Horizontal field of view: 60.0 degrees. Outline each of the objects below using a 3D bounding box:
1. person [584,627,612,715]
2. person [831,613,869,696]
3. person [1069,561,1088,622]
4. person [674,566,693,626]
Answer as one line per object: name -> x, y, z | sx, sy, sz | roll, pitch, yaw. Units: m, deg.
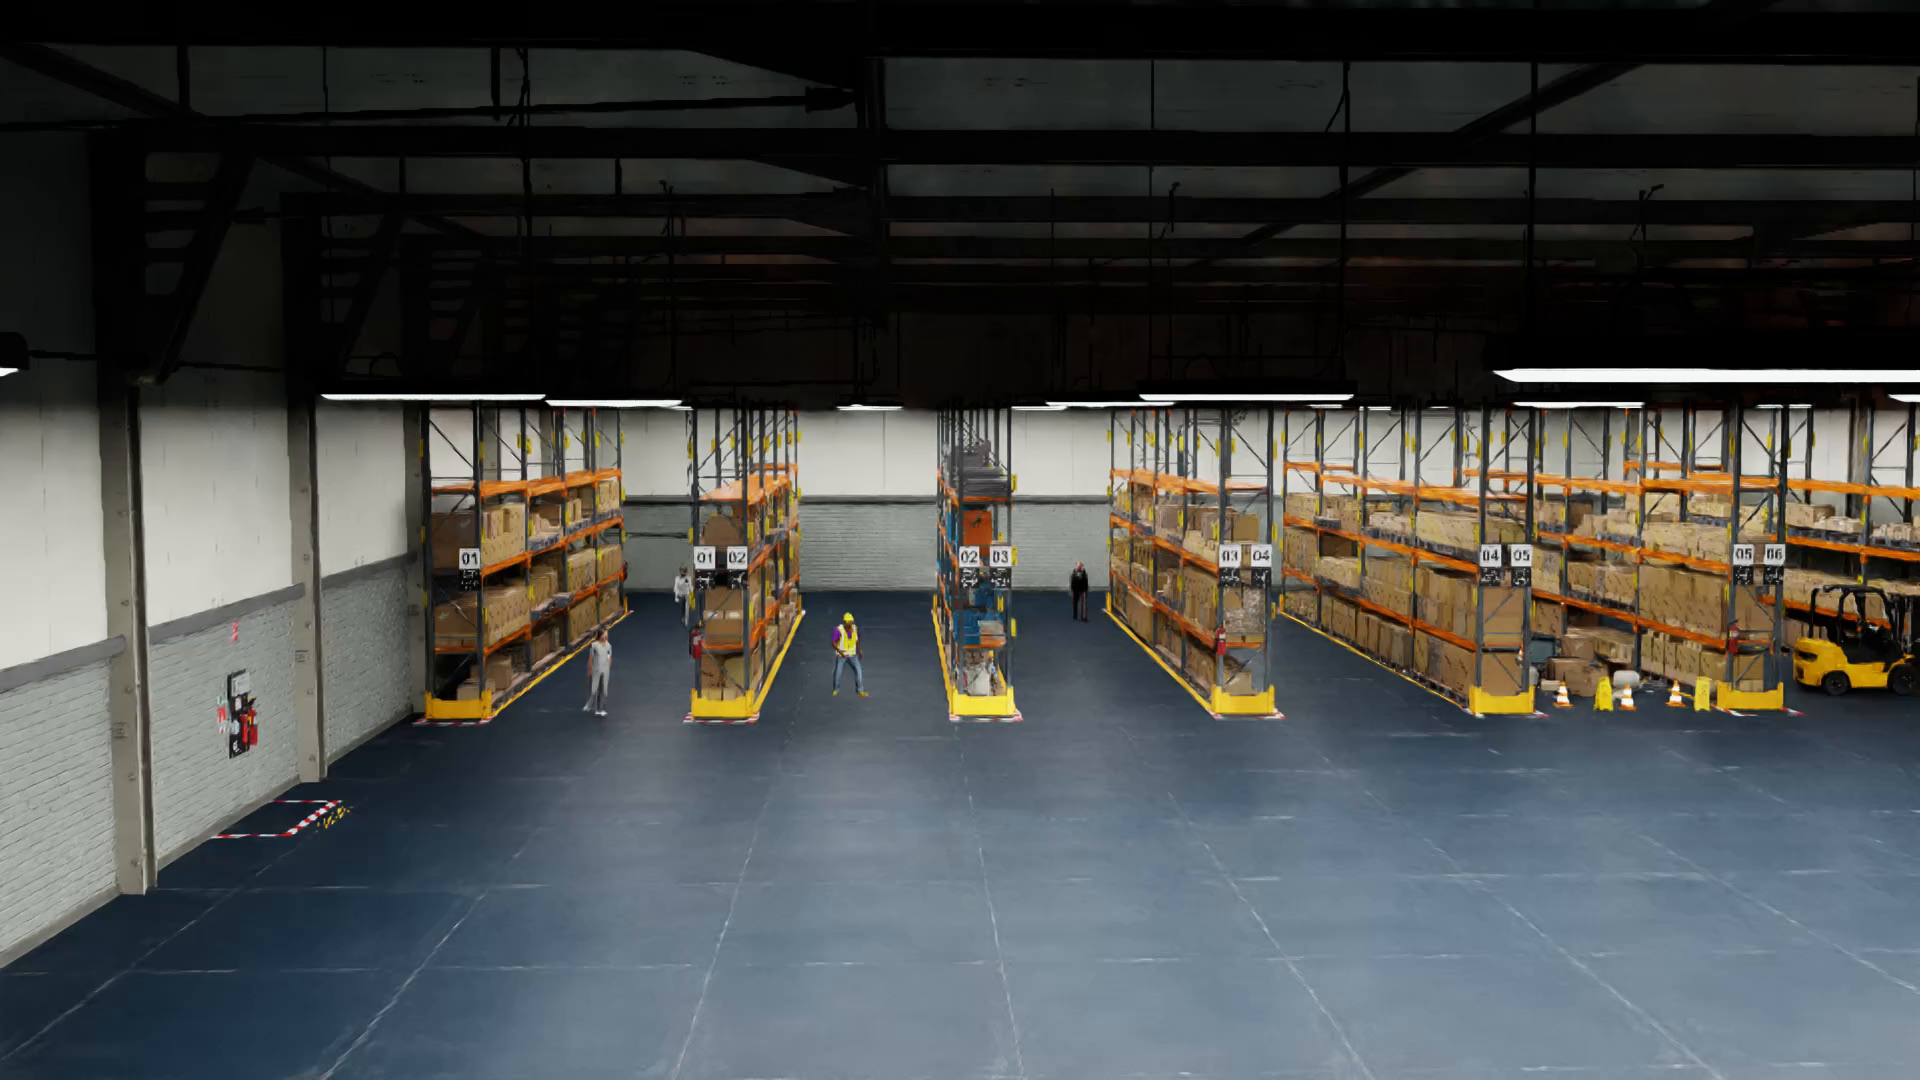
person -> -6.843, 2.480, 31.415 | 0.516, 1.644, 0.505 | -3, 6, -38
person -> -2.274, 2.288, 33.362 | 0.713, 1.698, 0.809 | -2, 5, -21
person -> 3.250, 1.378, 45.489 | 0.543, 1.648, 1.115 | 0, 4, 0
person -> -7.417, 1.468, 44.575 | 0.495, 1.589, 1.086 | 0, 4, 0
